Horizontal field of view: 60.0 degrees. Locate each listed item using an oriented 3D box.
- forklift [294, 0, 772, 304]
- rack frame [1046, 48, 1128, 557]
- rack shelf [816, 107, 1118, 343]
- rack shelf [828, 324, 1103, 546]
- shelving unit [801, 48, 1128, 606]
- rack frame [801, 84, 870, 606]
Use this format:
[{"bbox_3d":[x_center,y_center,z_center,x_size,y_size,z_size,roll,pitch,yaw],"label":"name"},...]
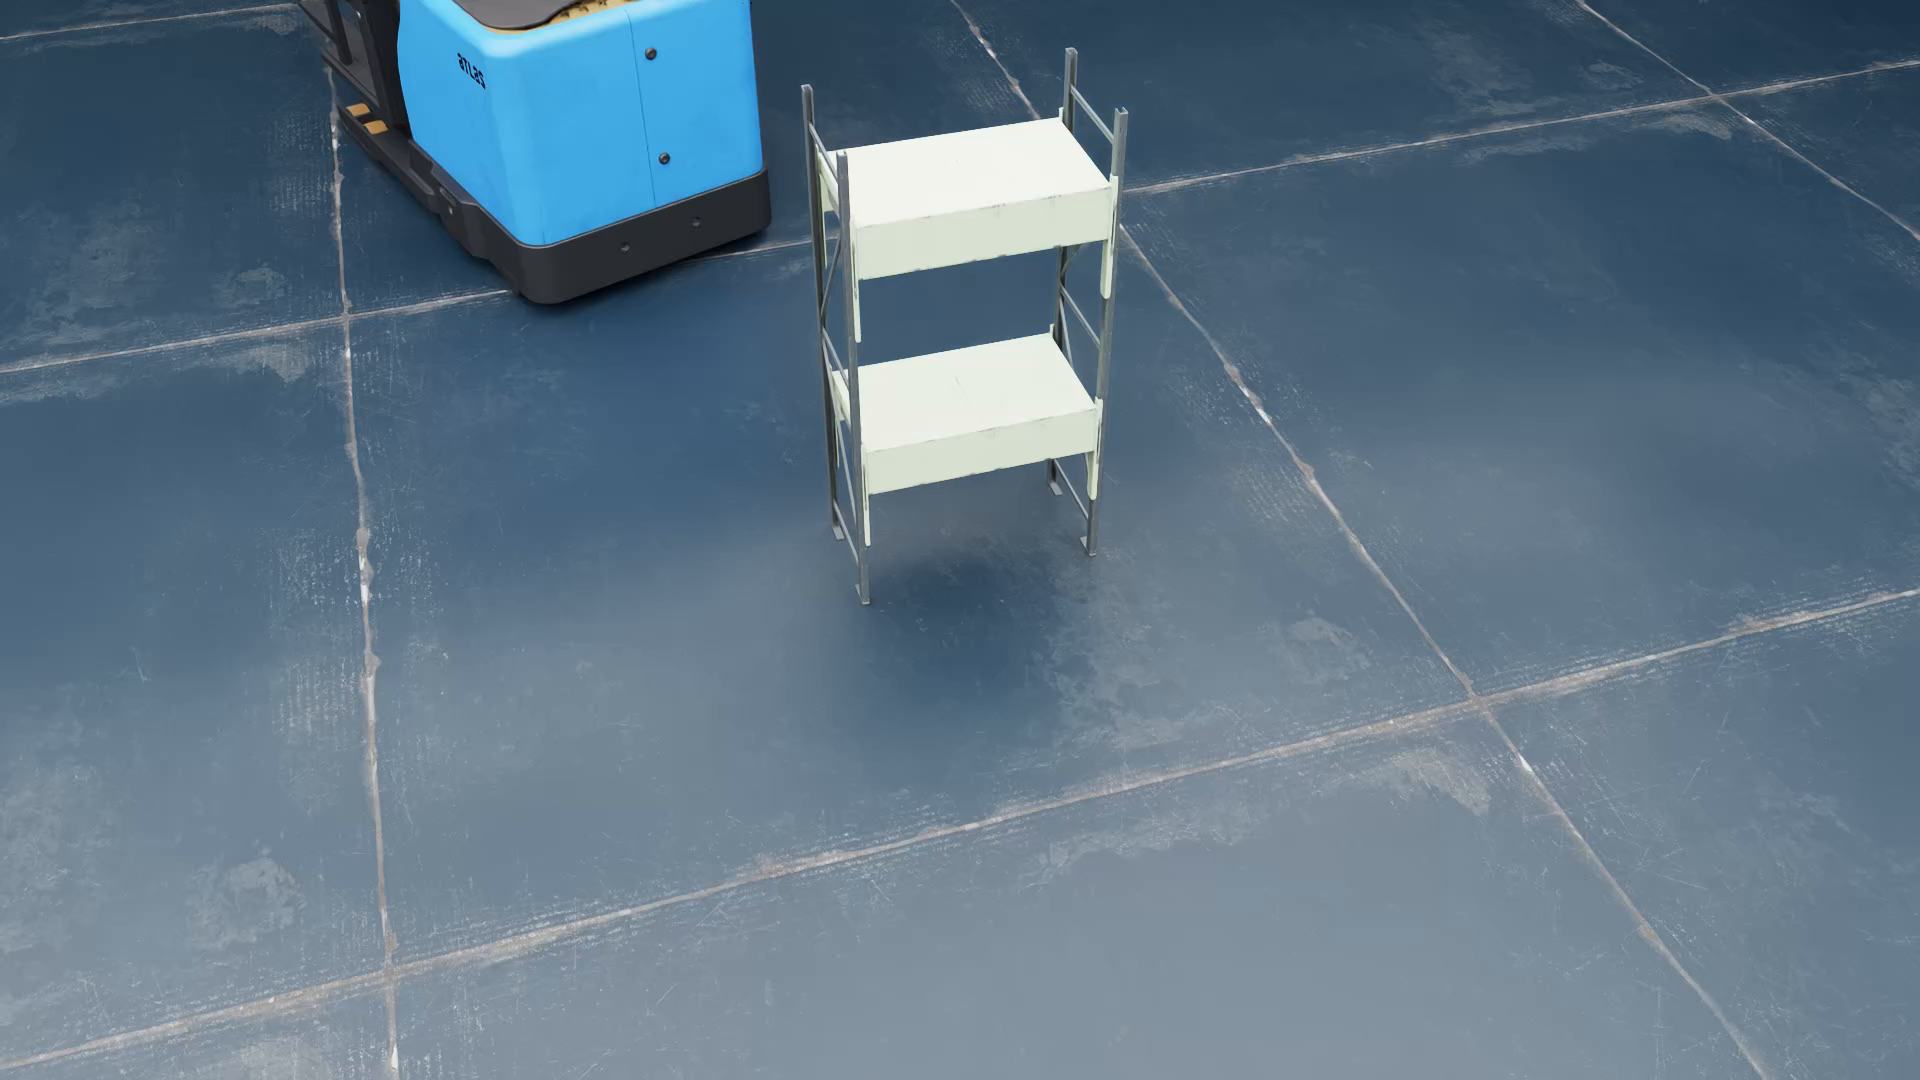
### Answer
[{"bbox_3d":[-2.028,-2.897,6.338,1.130,2.935,3.031,-26,47,-27],"label":"forklift"},{"bbox_3d":[0.355,-0.638,4.841,0.023,1.500,0.400,-12,42,-13],"label":"rack frame"},{"bbox_3d":[0.006,-0.860,4.501,0.720,0.370,0.431,-12,42,-13],"label":"rack shelf"},{"bbox_3d":[0.006,-0.321,4.973,0.720,0.370,0.431,-12,42,-13],"label":"rack shelf"},{"bbox_3d":[0.006,-0.566,4.758,0.755,1.500,0.431,-12,42,-13],"label":"shelving unit"},{"bbox_3d":[-0.343,-0.494,4.675,0.023,1.500,0.400,-12,42,-13],"label":"rack frame"}]
